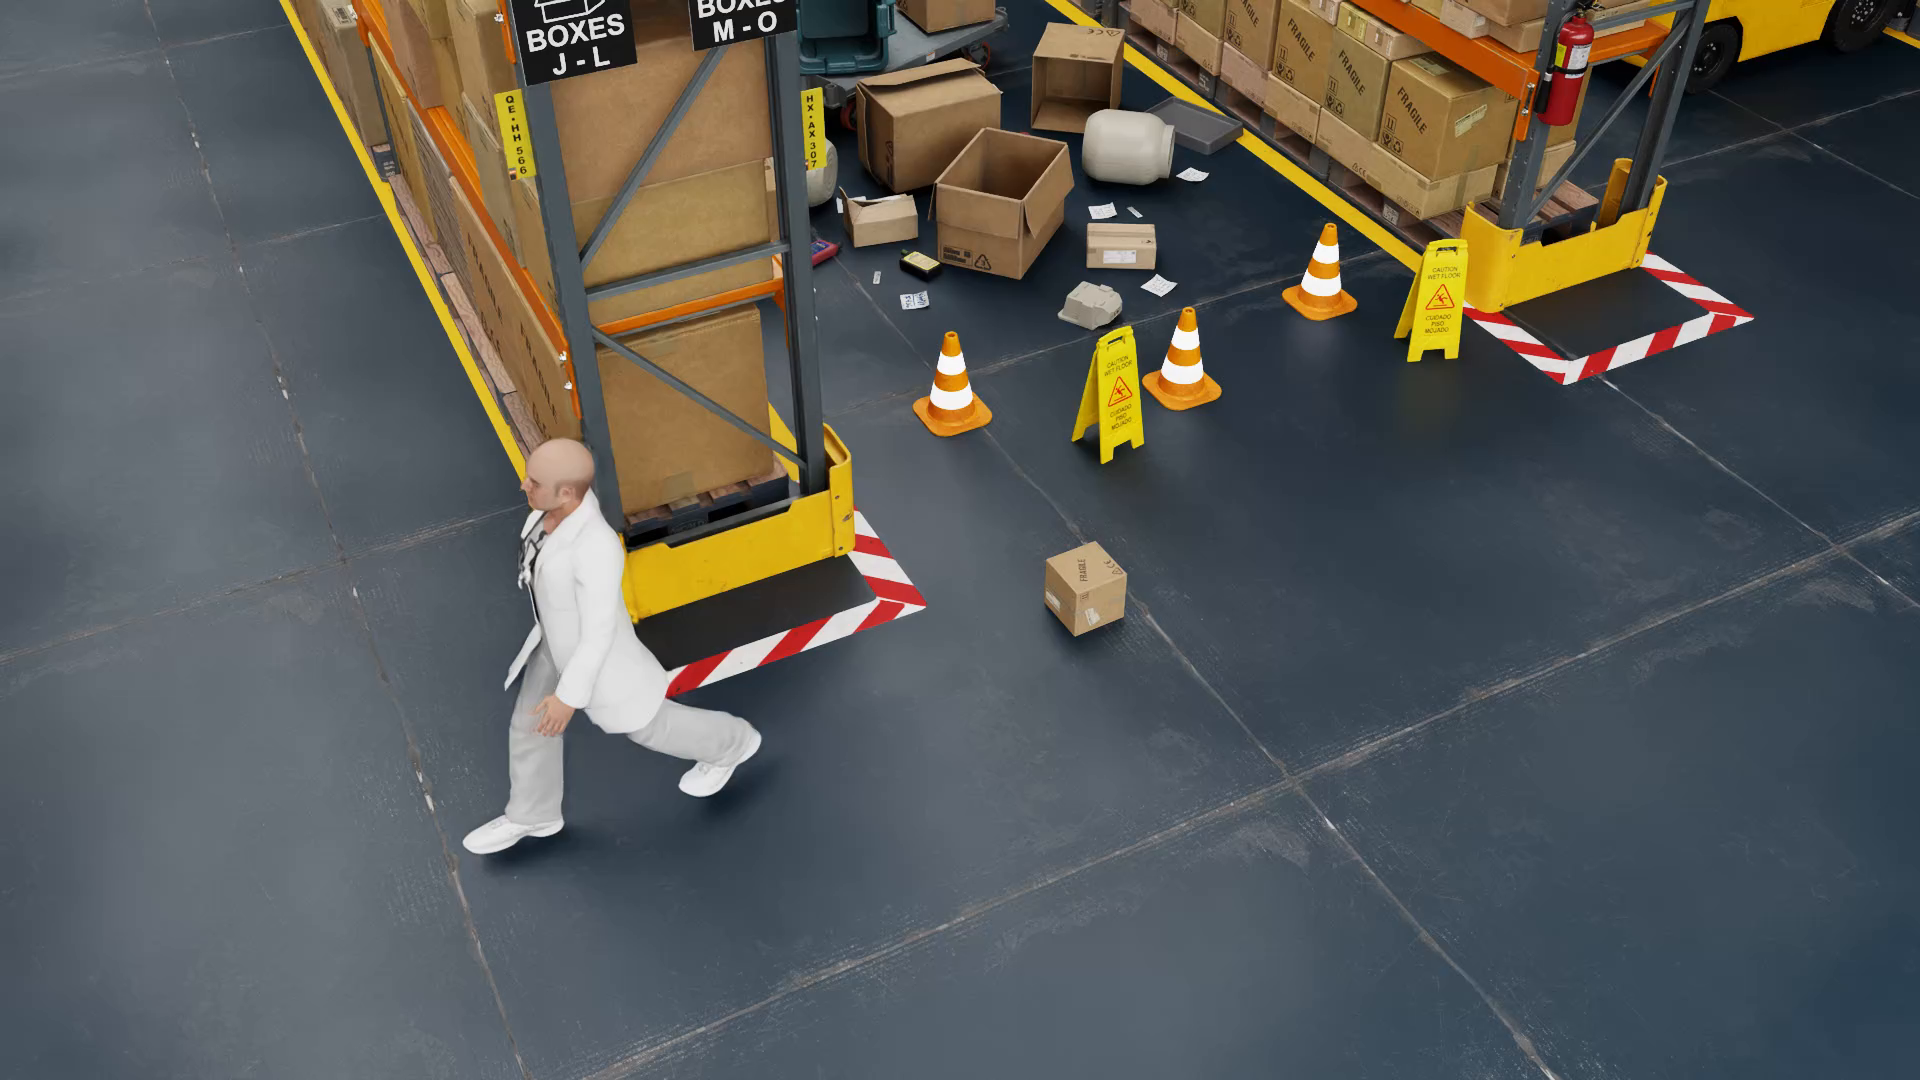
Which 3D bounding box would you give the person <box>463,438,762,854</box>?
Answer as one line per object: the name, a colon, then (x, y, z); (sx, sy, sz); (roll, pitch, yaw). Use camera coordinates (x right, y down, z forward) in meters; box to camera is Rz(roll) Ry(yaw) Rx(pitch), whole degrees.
person: (-1.279, 0.373, 5.733); (1.141, 1.729, 0.568); (-23, 46, -25)
